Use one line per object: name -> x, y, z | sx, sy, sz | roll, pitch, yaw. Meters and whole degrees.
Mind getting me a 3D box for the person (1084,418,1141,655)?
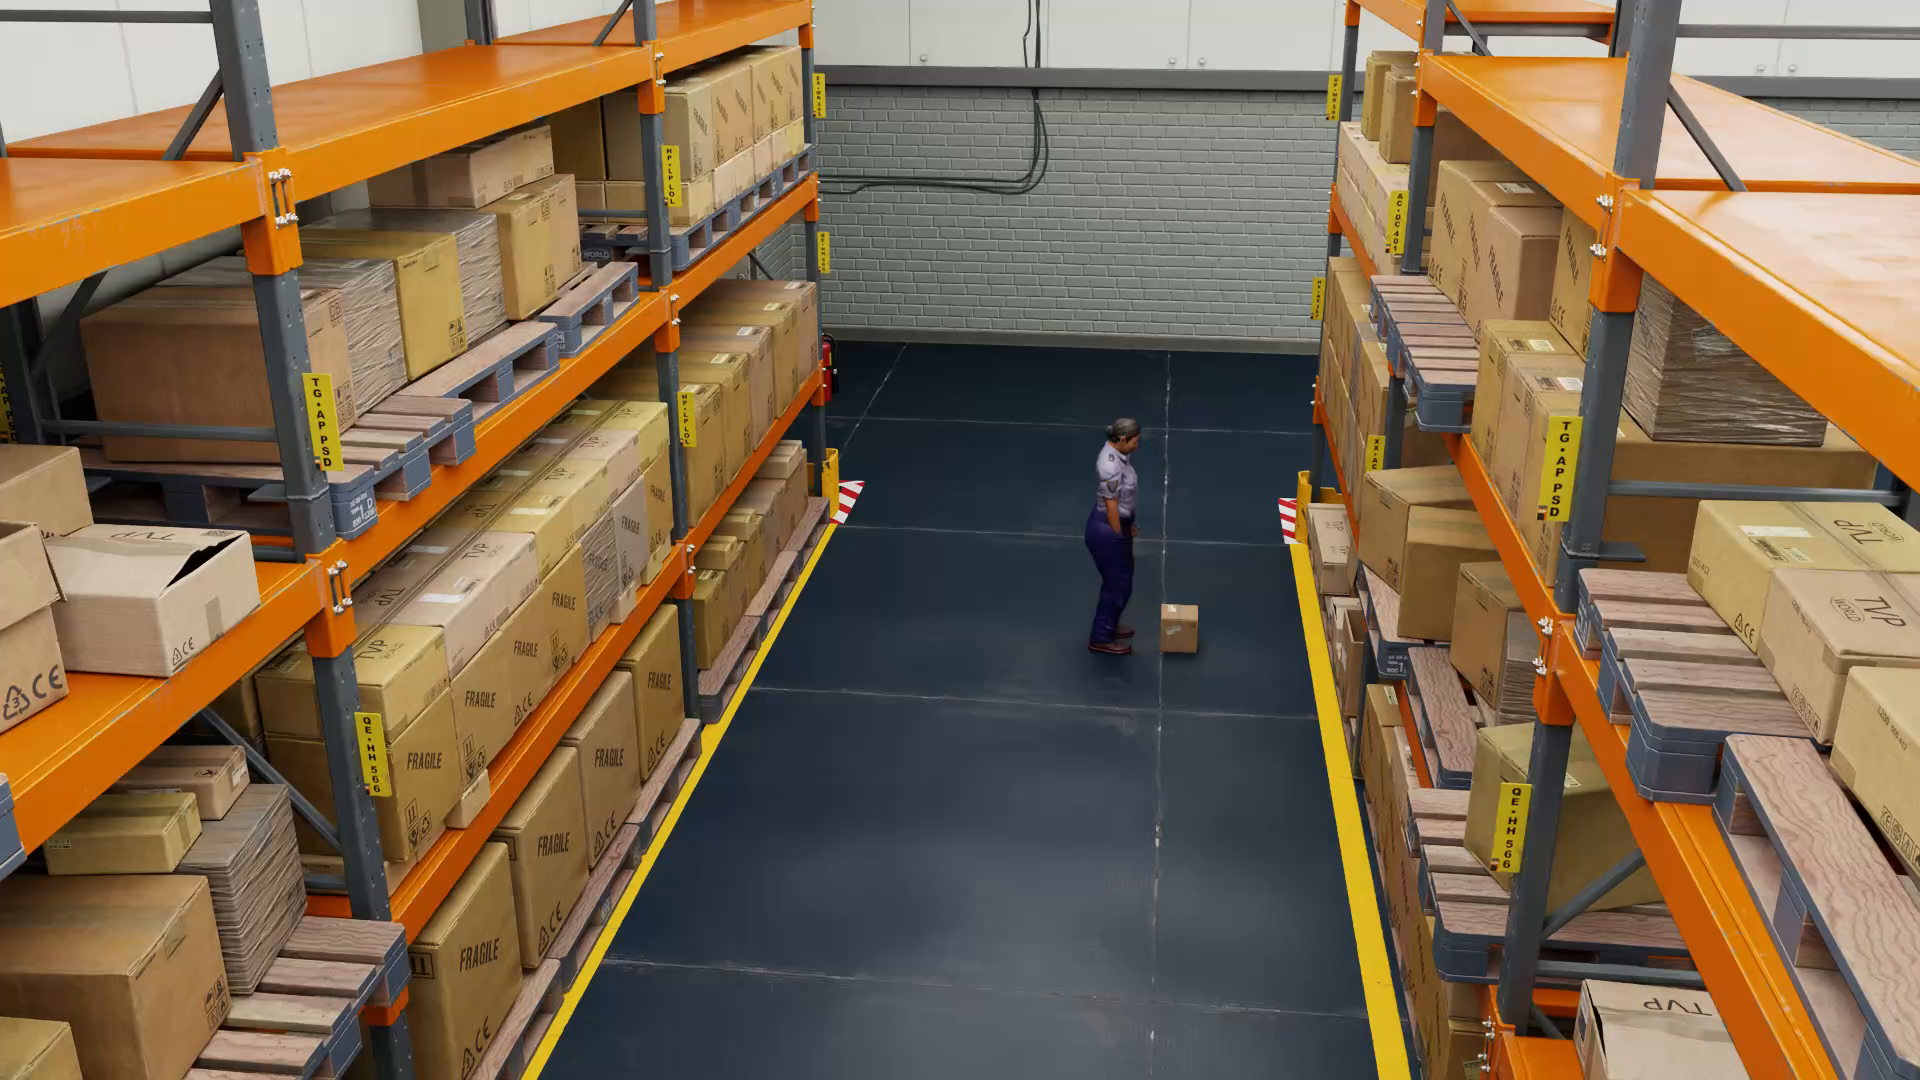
person -> 1.030, -0.052, 11.283 | 0.357, 1.626, 0.486 | 3, 22, 8
